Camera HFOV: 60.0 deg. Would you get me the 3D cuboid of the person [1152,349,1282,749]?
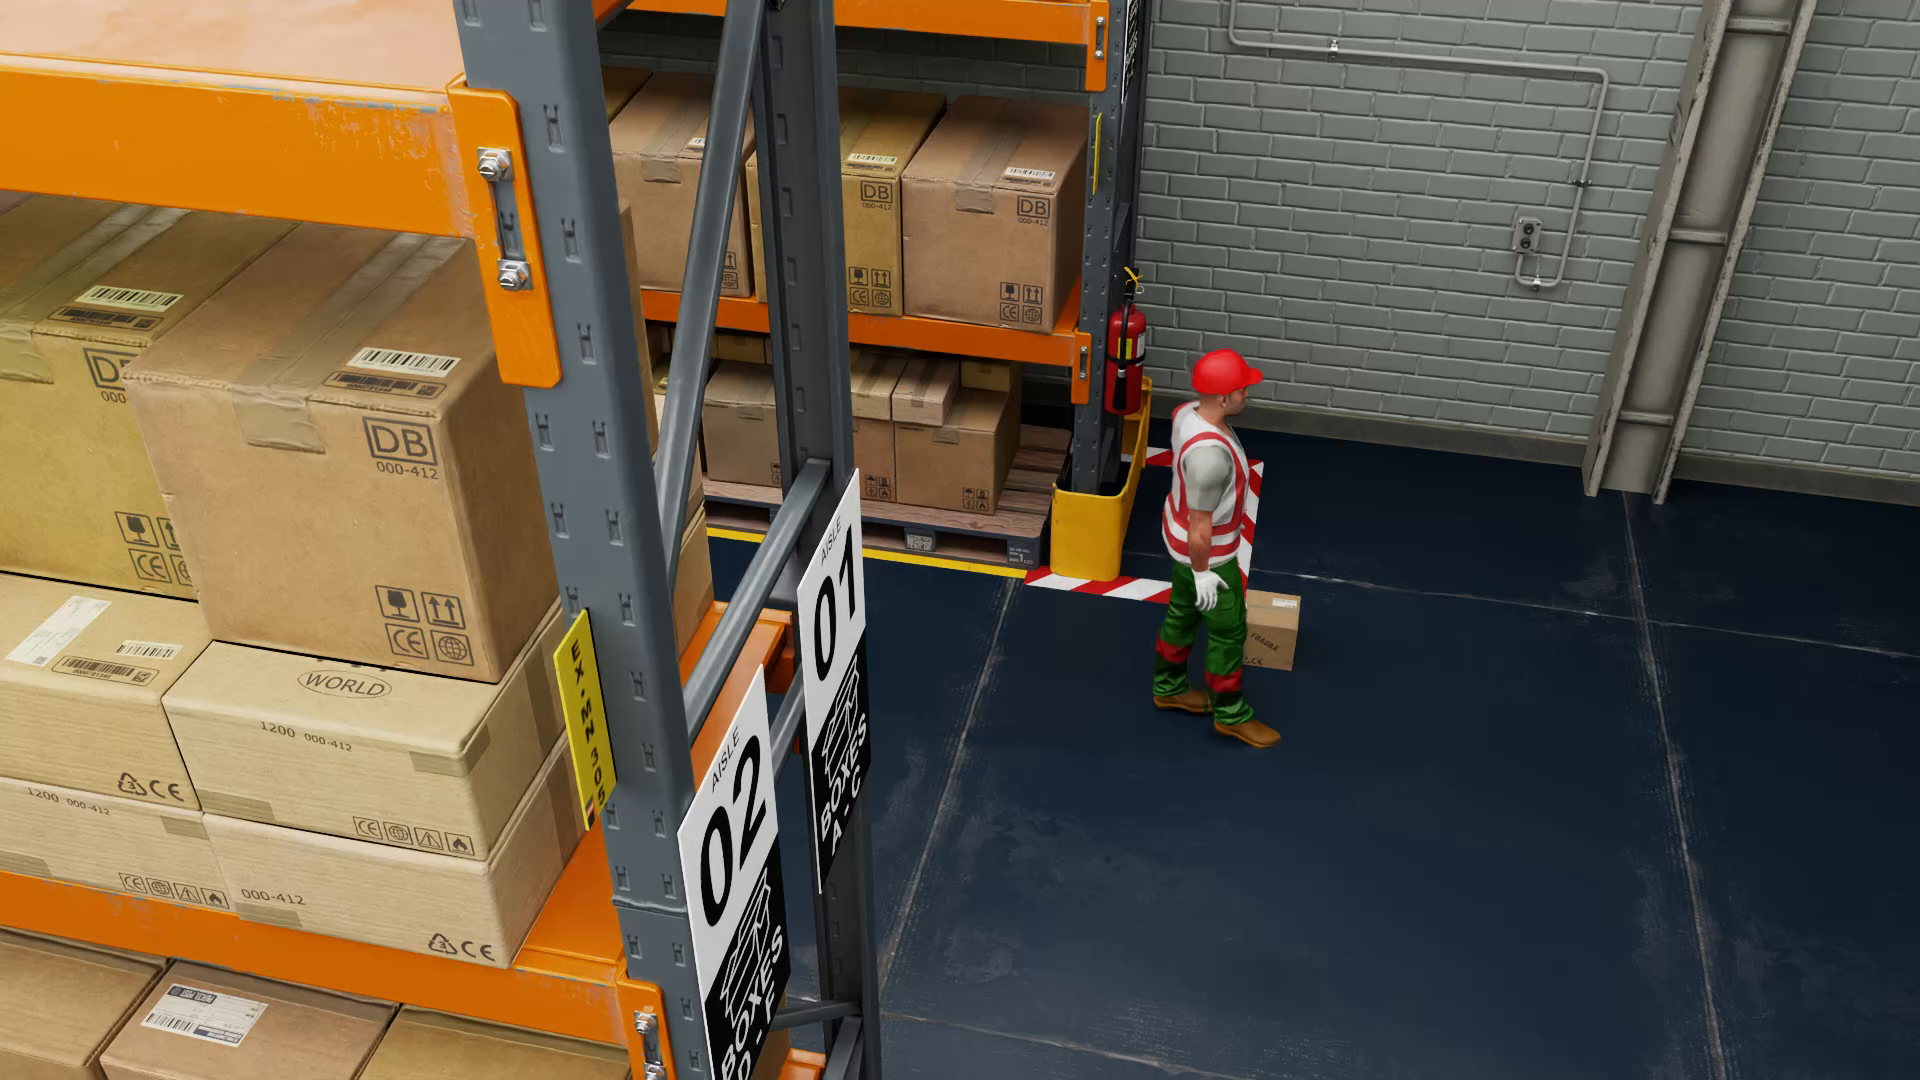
[{"bbox_3d":[1.117,0.026,6.903,0.560,1.799,0.560,-1,36,-1],"label":"person"}]
